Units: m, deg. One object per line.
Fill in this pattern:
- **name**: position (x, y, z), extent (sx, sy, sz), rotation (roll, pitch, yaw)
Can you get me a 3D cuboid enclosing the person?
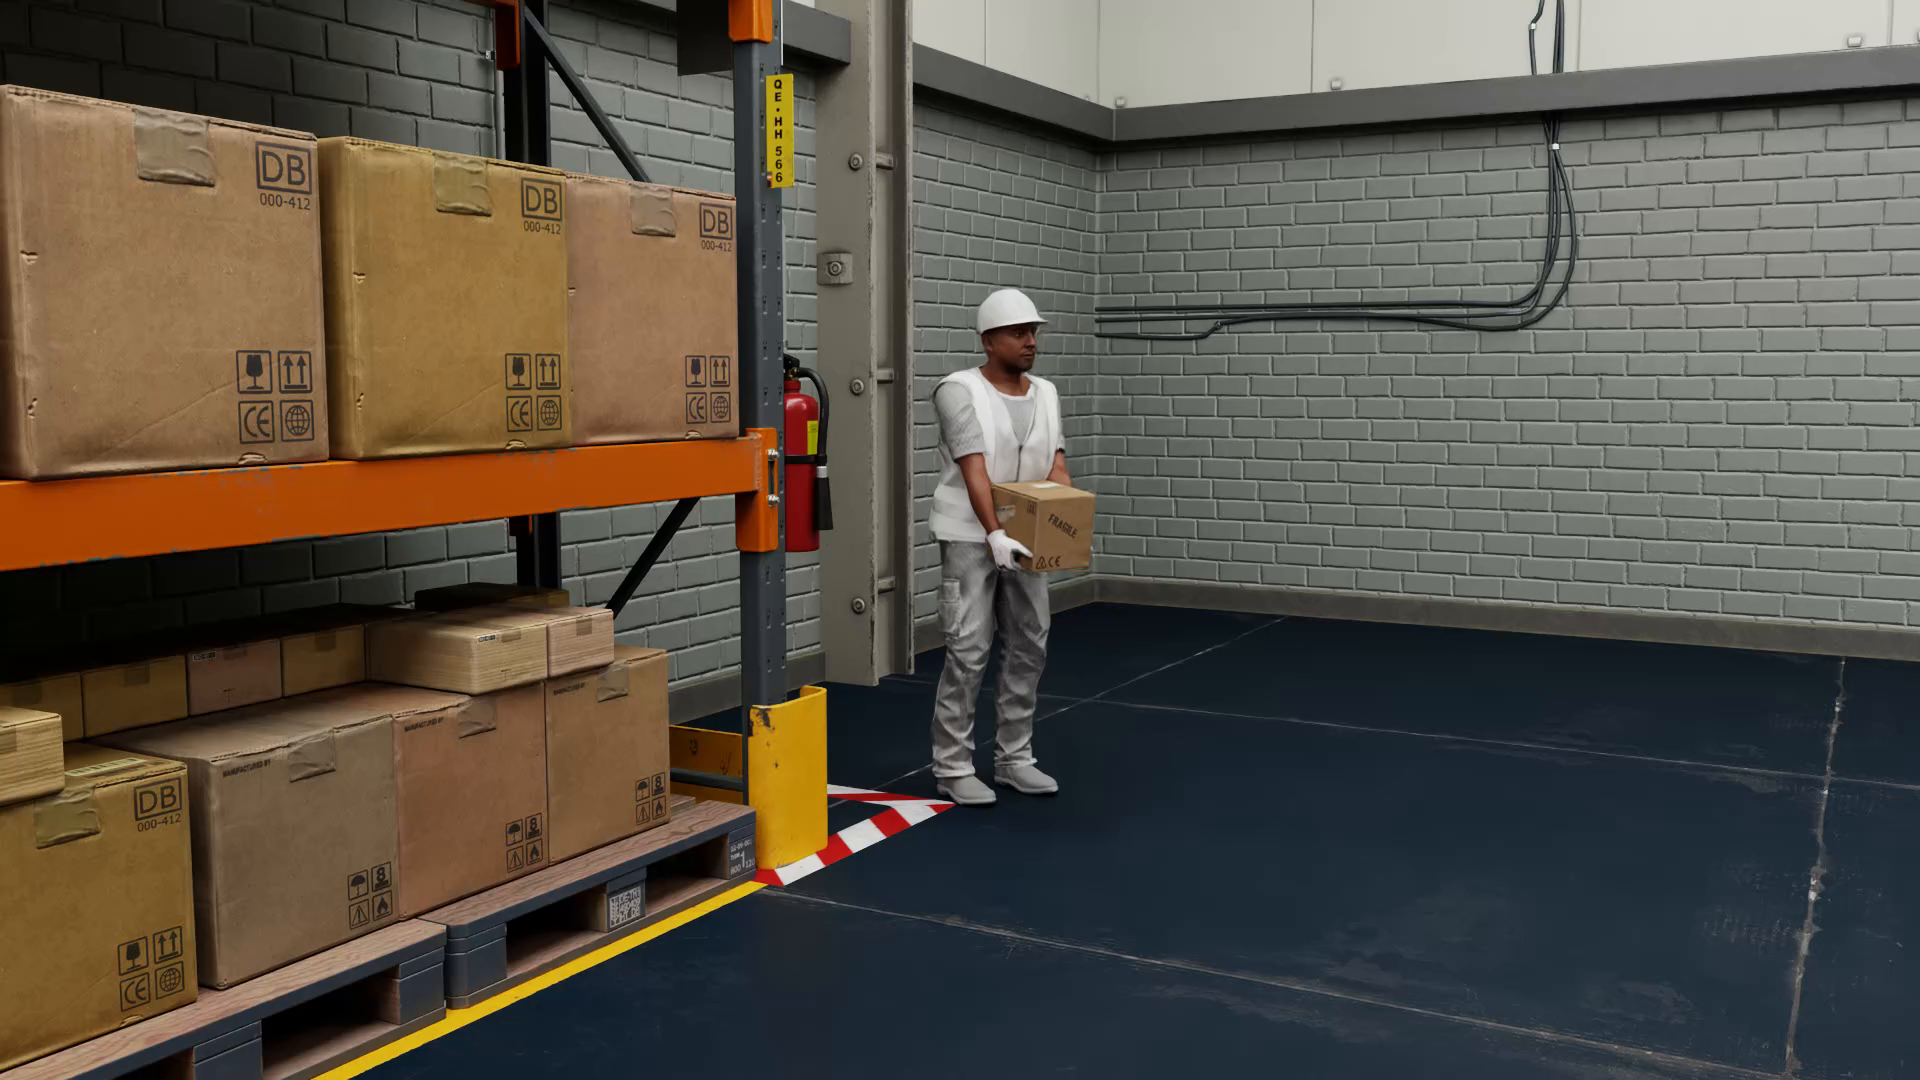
- **person**: position (0.179, 0.024, 5.777), extent (0.490, 1.776, 0.595), rotation (-4, 7, -35)
